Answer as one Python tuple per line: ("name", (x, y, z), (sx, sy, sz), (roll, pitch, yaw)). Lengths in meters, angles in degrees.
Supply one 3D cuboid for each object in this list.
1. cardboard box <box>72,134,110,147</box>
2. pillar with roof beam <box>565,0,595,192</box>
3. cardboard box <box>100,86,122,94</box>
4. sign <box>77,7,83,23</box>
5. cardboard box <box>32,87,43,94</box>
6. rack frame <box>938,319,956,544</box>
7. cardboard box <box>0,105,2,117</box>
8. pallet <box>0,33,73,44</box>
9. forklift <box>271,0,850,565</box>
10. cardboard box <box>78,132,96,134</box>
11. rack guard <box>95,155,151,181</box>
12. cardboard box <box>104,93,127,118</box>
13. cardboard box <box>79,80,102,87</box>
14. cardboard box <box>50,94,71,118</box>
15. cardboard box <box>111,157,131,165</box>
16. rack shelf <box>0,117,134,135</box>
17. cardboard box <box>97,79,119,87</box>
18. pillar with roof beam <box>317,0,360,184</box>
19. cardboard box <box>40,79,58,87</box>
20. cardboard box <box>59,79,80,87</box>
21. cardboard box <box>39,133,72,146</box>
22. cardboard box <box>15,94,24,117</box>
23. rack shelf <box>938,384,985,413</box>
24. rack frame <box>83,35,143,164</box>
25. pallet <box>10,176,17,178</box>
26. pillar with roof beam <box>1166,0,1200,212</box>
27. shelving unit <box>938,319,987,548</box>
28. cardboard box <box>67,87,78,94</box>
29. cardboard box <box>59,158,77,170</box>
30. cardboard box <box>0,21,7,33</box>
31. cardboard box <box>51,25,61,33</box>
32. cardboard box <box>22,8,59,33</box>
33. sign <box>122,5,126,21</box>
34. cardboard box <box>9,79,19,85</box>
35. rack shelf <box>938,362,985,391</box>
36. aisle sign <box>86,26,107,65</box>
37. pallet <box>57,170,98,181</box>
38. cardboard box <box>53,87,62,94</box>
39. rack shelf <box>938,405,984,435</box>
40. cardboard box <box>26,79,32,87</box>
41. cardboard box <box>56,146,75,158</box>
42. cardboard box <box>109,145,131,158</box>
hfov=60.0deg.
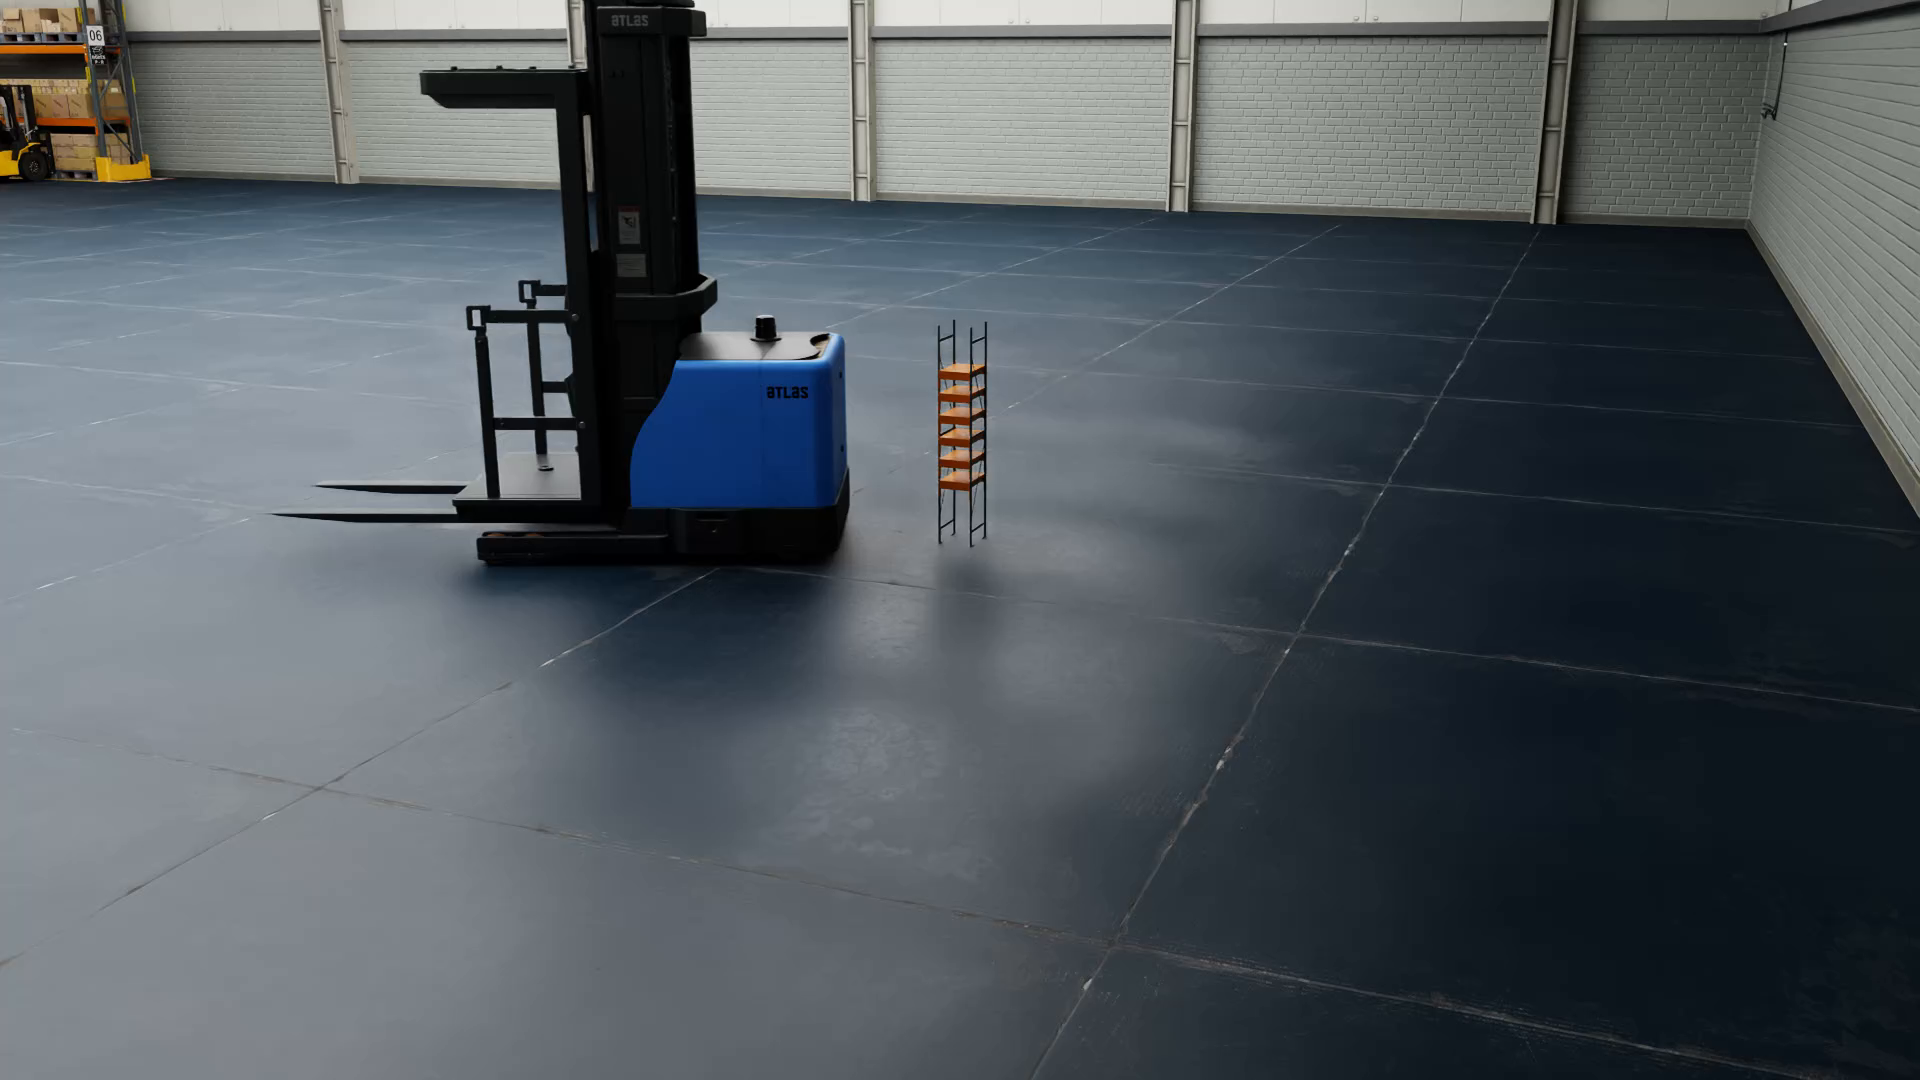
("cardboard box", (-18.755, -8.627, 35.895), (0.500, 0.250, 0.500), (7, 18, 22))
("pillar with roof beam", (-8.946, -10.141, 27.965), (0.400, 9.000, 9.100), (6, 17, 21))
("cardboard box", (-18.432, -9.761, 36.072), (0.250, 0.149, 0.380), (6, 17, 19))
("sign", (-18.424, -10.988, 34.815), (0.005, 0.325, 0.100), (6, 17, 21))
("cardboard box", (-19.840, -9.746, 36.023), (0.250, 0.149, 0.380), (6, 17, 21))
("rack frame", (-0.072, -0.584, 9.034), (0.006, 1.200, 0.240), (6, 17, 21))
("cardboard box", (-21.125, -9.594, 36.663), (0.500, 0.500, 0.500), (7, 17, 22))
("pallet", (-19.999, -10.901, 36.120), (1.213, 0.211, 1.003), (6, 17, 21))
("forklift", (-2.155, -1.423, 8.816), (3.031, 2.935, 1.130), (0, 16, 1))
("cardboard box", (-19.056, -8.809, 36.522), (0.500, 0.250, 0.500), (6, 17, 21))
("rack guard", (-18.190, -8.096, 36.166), (0.348, 0.500, 1.175), (6, 17, 21))
("cardboard box", (-18.571, -9.470, 36.234), (0.500, 0.500, 0.500), (7, 18, 22))
("cardboard box", (-18.623, -9.784, 35.618), (0.250, 0.149, 0.380), (6, 17, 21))
("cardboard box", (-19.245, -9.385, 35.942), (0.500, 0.500, 0.500), (7, 18, 22))
("cardboard box", (-18.597, -8.281, 36.498), (0.500, 0.250, 0.500), (6, 17, 21))
("rack shelf", (-20.073, -9.158, 36.631), (4.000, 0.370, 1.077), (6, 17, 21))
("cardboard box", (-18.446, -9.891, 35.989), (0.250, 0.149, 0.380), (6, 17, 20))
("pillar with roof beam", (-14.527, -10.755, 30.079), (0.400, 9.000, 9.100), (6, 17, 21))
("cardboard box", (-19.604, -9.863, 35.892), (0.250, 0.149, 0.380), (7, 18, 22))
("cardboard box", (-19.117, -9.821, 35.745), (0.250, 0.149, 0.380), (7, 17, 22))
("cardboard box", (-19.705, -8.727, 36.238), (0.500, 0.250, 0.500), (7, 17, 21))
("cardboard box", (-20.194, -9.486, 36.289), (0.500, 0.500, 0.500), (6, 17, 21))
("rack shelf", (0.013, -0.763, 8.947), (0.180, 0.103, 0.258), (6, 17, 21))
("rack frame", (-18.212, -9.299, 35.826), (0.127, 3.000, 1.000), (6, 17, 21))
("pallet", (-21.209, -8.277, 37.306), (1.213, 0.211, 1.003), (6, 17, 21))
("pillar with roof beam", (2.217, -8.914, 23.737), (0.400, 9.000, 9.100), (6, 17, 21))
("shelving unit", (0.013, -0.575, 9.001), (0.189, 1.200, 0.258), (6, 17, 21))
("cardboard box", (-18.886, -9.640, 35.657), (0.250, 0.149, 0.380), (7, 17, 22))
("cardboard box", (-19.224, -8.200, 36.217), (0.500, 0.250, 0.500), (6, 17, 21))
("cardboard box", (-20.664, -11.103, 35.969), (0.258, 0.266, 0.396), (6, 17, 19))
("cardboard box", (-19.094, -10.875, 35.391), (0.250, 0.149, 0.380), (6, 17, 19))
("cardboard box", (-19.629, -11.150, 35.709), (0.500, 0.500, 0.700), (6, 17, 21))
("sign", (-18.003, -11.341, 35.768), (0.005, 0.325, 0.100), (6, 17, 21))
("cardboard box", (-20.518, -9.990, 36.329), (0.250, 0.149, 0.380), (6, 17, 20))
("rack shelf", (0.013, -0.878, 8.913), (0.180, 0.103, 0.258), (6, 17, 21))
("aisle sign", (-18.259, -10.465, 35.178), (0.004, 0.787, 0.394), (6, 17, 21))
("pallet", (-18.939, -8.028, 36.446), (1.213, 0.211, 1.003), (6, 17, 21))
("cardboard box", (-19.331, -9.711, 35.900), (0.250, 0.149, 0.380), (6, 17, 20))
("rack shelf", (0.013, -0.647, 8.980), (0.180, 0.103, 0.258), (6, 17, 21))
("cardboard box", (-20.052, -9.939, 36.153), (0.250, 0.149, 0.380), (7, 17, 21))
("cardboard box", (-19.242, -8.443, 36.159), (0.500, 0.250, 0.500), (6, 17, 20))
("cardboard box", (-18.573, -8.522, 36.432), (0.500, 0.250, 0.500), (7, 17, 22))
